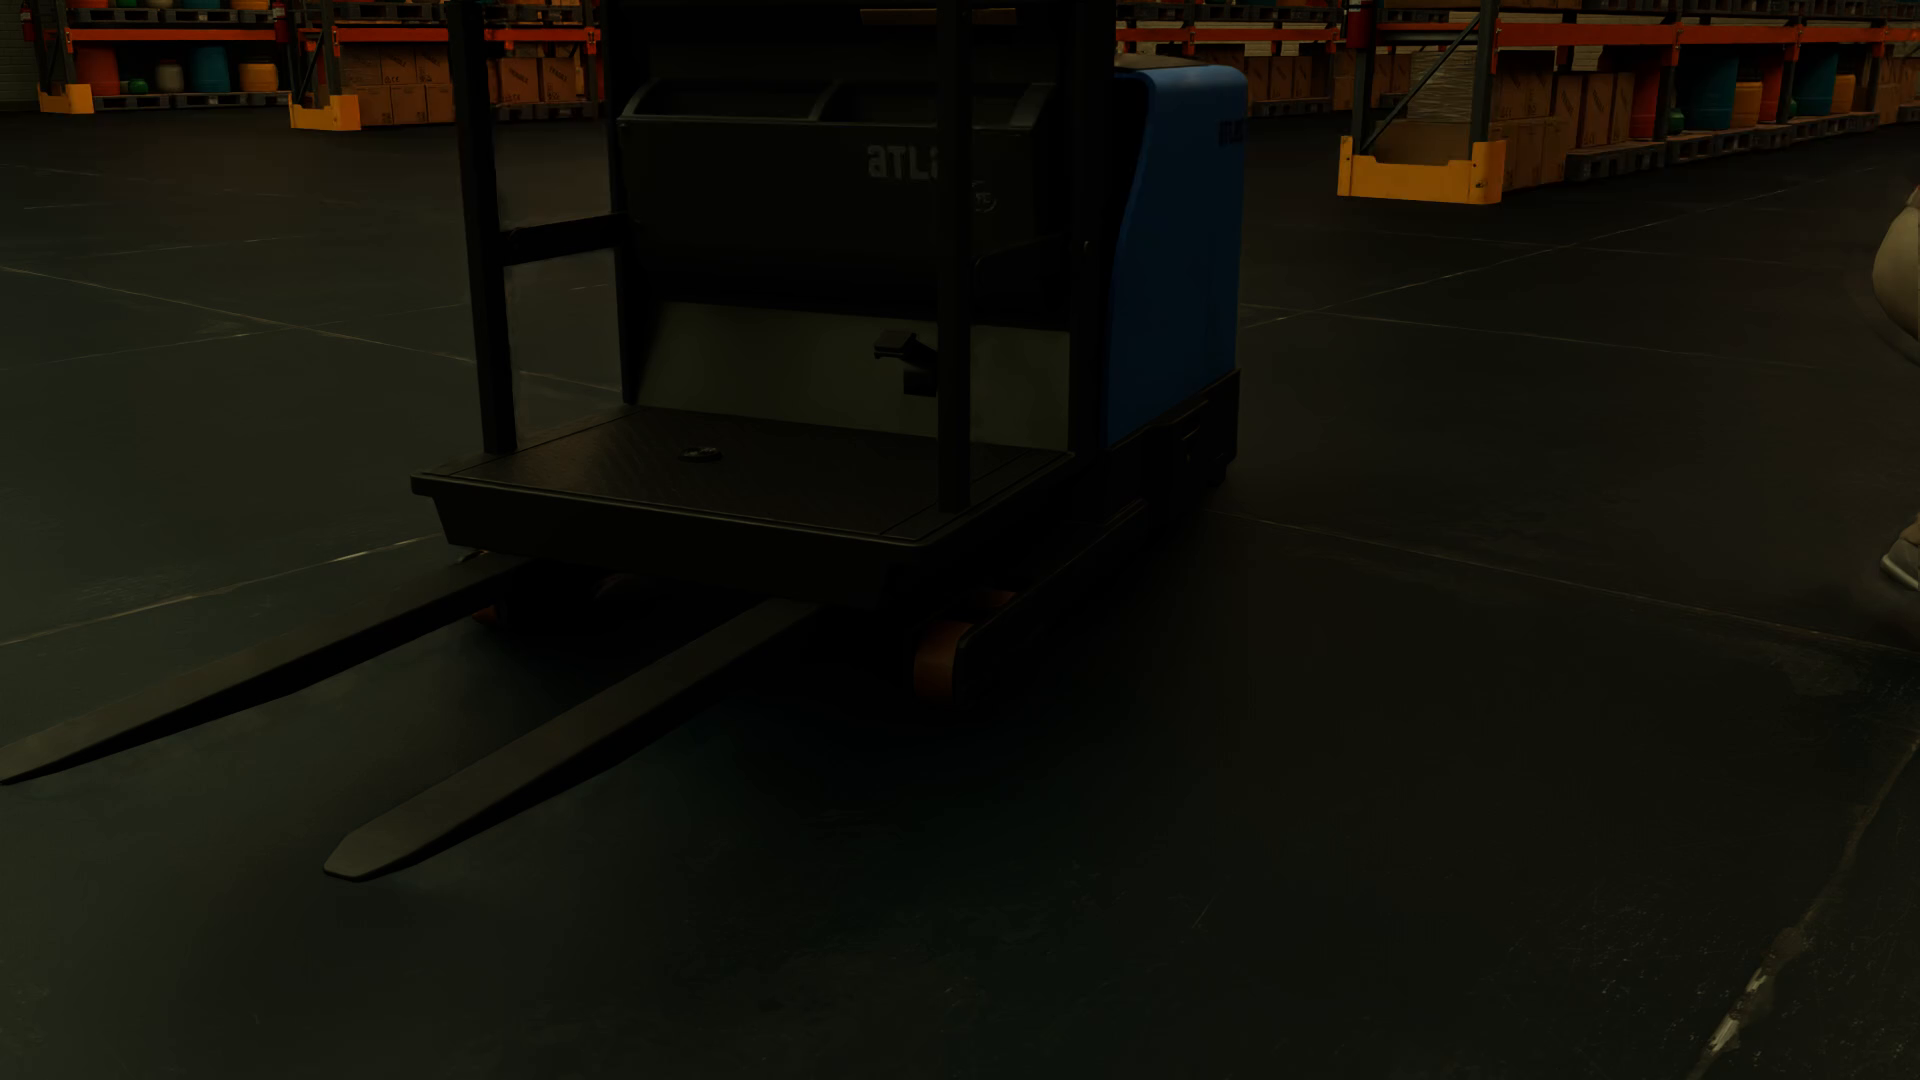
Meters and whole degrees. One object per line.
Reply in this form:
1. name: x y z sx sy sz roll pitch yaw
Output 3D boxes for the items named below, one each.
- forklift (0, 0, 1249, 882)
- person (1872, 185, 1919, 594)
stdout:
1. forklift: -0.346 -1.241 2.985 1.130 2.935 3.031 8 19 24
2. person: 2.279 -0.471 3.205 0.840 1.444 0.849 -8 19 -25
